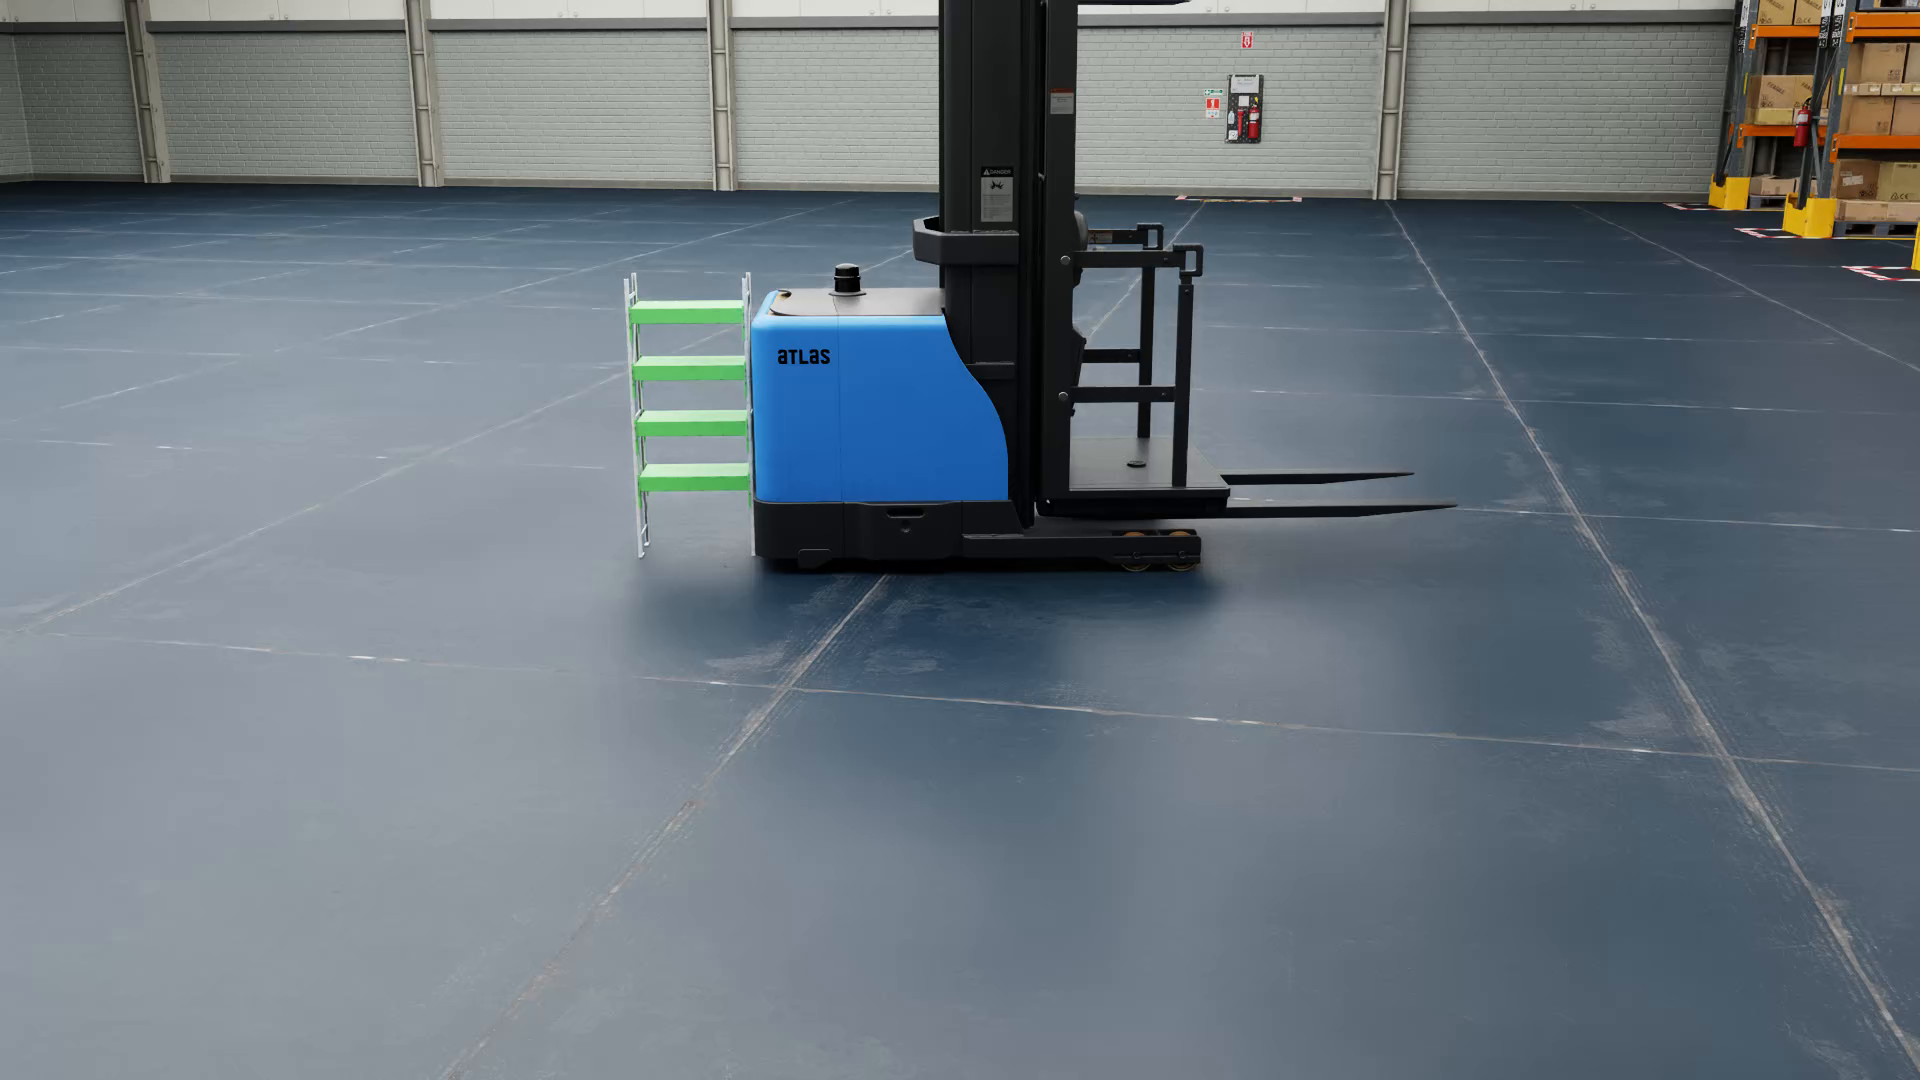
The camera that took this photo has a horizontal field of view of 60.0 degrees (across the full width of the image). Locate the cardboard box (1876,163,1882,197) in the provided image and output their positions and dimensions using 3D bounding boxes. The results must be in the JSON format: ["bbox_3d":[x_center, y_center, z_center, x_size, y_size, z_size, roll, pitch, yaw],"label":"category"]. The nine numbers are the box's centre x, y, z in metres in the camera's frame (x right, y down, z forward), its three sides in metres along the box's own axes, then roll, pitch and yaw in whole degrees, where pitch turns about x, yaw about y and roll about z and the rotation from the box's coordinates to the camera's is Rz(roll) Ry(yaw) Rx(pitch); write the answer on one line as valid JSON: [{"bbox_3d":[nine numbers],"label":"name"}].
[{"bbox_3d":[14.320,-5.726,26.401,0.500,0.500,0.700,2,16,8],"label":"cardboard box"}]

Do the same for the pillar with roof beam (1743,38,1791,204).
[{"bbox_3d":[12.393,-8.815,22.457,0.400,9.000,9.100,3,16,11],"label":"pillar with roof beam"}]

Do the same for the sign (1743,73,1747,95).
[{"bbox_3d":[12.284,-7.136,26.013,0.005,0.325,0.100,3,16,11],"label":"sign"}]

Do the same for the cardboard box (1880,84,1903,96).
[{"bbox_3d":[12.010,-5.835,21.536,0.250,0.149,0.380,3,16,10],"label":"cardboard box"}]

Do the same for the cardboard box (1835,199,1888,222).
[{"bbox_3d":[11.890,-4.355,21.960,0.500,0.250,0.500,3,16,11],"label":"cardboard box"}]

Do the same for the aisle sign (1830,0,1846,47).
[{"bbox_3d":[11.284,-6.741,21.339,0.004,0.787,0.394,3,16,11],"label":"aisle sign"}]

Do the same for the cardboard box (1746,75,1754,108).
[{"bbox_3d":[12.897,-7.190,26.669,0.500,0.500,0.500,3,16,10],"label":"cardboard box"}]

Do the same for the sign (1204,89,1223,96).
[{"bbox_3d":[4.439,-7.837,29.105,0.331,0.109,0.001,3,16,11],"label":"sign"}]

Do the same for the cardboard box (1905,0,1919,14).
[{"bbox_3d":[14.725,-8.164,25.500,0.500,0.500,0.500,2,16,9],"label":"cardboard box"}]

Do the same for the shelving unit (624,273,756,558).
[{"bbox_3d":[-1.148,-0.536,7.181,0.503,1.200,0.258,-1,15,-2],"label":"shelving unit"}]

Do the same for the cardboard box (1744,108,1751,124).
[{"bbox_3d":[12.889,-6.824,26.752,0.500,0.250,0.500,3,16,12],"label":"cardboard box"}]

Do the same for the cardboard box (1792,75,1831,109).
[{"bbox_3d":[13.283,-7.027,26.079,0.500,0.500,0.500,3,16,11],"label":"cardboard box"}]

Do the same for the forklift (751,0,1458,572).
[{"bbox_3d":[0.630,-1.420,7.127,3.031,2.935,1.130,-1,15,-2],"label":"forklift"}]

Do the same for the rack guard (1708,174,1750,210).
[{"bbox_3d":[12.467,-5.652,26.960,0.348,0.500,1.175,3,16,11],"label":"rack guard"}]

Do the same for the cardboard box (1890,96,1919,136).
[{"bbox_3d":[12.379,-5.558,21.751,0.500,0.500,0.700,4,16,13],"label":"cardboard box"}]

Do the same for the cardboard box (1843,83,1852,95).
[{"bbox_3d":[11.821,-5.955,21.969,0.250,0.149,0.380,3,16,10],"label":"cardboard box"}]

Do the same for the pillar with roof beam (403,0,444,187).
[{"bbox_3d":[-11.126,-10.092,27.066,0.400,9.000,9.100,3,16,11],"label":"pillar with roof beam"}]

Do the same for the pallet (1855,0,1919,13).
[{"bbox_3d":[12.097,-6.923,21.414,1.213,0.211,1.003,3,16,11],"label":"pallet"}]

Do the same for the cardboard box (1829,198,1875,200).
[{"bbox_3d":[11.993,-4.491,22.450,0.500,0.250,0.500,3,16,11],"label":"cardboard box"}]

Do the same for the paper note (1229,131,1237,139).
[{"bbox_3d":[4.797,-7.114,29.203,0.142,0.148,0.016,3,16,11],"label":"paper note"}]

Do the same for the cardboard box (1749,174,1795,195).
[{"bbox_3d":[13.053,-5.717,26.724,0.500,0.311,0.500,1,16,5],"label":"cardboard box"}]

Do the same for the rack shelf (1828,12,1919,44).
[{"bbox_3d":[13.369,-6.557,21.274,4.000,0.370,1.077,3,16,11],"label":"rack shelf"}]

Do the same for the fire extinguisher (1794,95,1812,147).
[{"bbox_3d":[11.386,-5.655,22.434,0.183,0.674,0.296,3,16,11],"label":"fire extinguisher"}]

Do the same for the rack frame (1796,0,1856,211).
[{"bbox_3d":[11.409,-5.565,21.962,0.127,3.000,1.000,3,16,11],"label":"rack frame"}]

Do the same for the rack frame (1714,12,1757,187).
[{"bbox_3d":[12.392,-6.861,26.641,0.127,3.000,1.000,3,16,11],"label":"rack frame"}]

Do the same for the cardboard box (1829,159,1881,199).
[{"bbox_3d":[11.994,-4.853,22.351,0.500,0.500,0.500,3,16,11],"label":"cardboard box"}]

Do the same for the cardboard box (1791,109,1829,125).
[{"bbox_3d":[13.319,-6.665,26.179,0.500,0.250,0.500,3,16,9],"label":"cardboard box"}]

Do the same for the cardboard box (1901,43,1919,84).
[{"bbox_3d":[12.432,-6.181,21.568,0.500,0.500,0.700,3,16,10],"label":"cardboard box"}]

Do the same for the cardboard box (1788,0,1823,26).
[{"bbox_3d":[13.190,-8.243,25.788,0.500,0.500,0.500,4,16,15],"label":"cardboard box"}]

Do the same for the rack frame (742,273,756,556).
[{"bbox_3d":[-0.904,-0.539,7.191,0.015,1.200,0.240,-1,15,-2],"label":"rack frame"}]

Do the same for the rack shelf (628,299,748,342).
[{"bbox_3d":[-1.148,-0.937,7.070,0.480,0.148,0.258,-1,15,-2],"label":"rack shelf"}]

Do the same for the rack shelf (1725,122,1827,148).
[{"bbox_3d":[14.352,-6.408,26.353,4.000,0.370,1.077,3,16,11],"label":"rack shelf"}]

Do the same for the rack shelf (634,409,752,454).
[{"bbox_3d":[-1.148,-0.475,7.198,0.480,0.148,0.258,-1,15,-2],"label":"rack shelf"}]
